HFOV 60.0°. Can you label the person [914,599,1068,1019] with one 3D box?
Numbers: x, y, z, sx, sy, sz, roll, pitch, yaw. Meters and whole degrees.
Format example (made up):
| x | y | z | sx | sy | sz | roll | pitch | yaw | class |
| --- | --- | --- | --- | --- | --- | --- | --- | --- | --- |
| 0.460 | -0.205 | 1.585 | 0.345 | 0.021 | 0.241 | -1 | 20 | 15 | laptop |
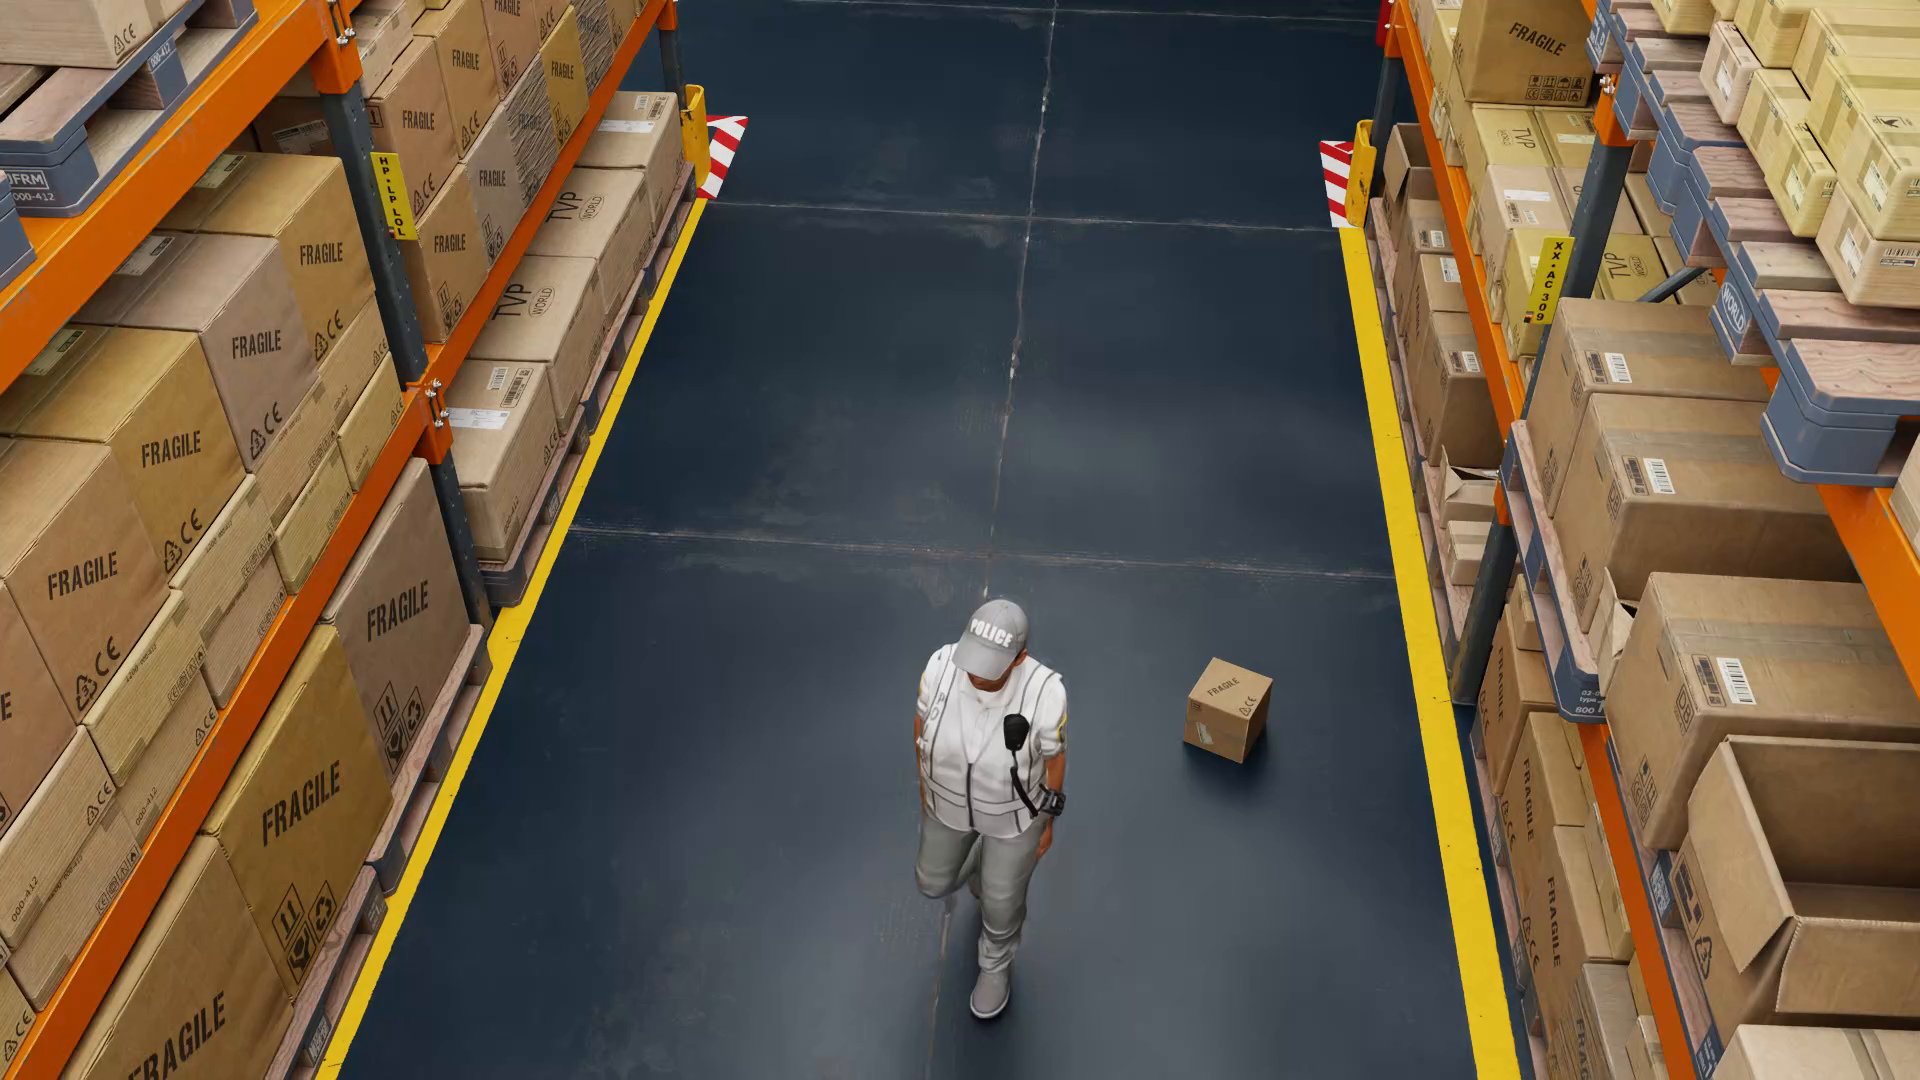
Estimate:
| x | y | z | sx | sy | sz | roll | pitch | yaw | class |
| --- | --- | --- | --- | --- | --- | --- | --- | --- | --- |
| 0.104 | 0.765 | 5.222 | 0.492 | 1.646 | 0.614 | 13 | 42 | 15 | person |
